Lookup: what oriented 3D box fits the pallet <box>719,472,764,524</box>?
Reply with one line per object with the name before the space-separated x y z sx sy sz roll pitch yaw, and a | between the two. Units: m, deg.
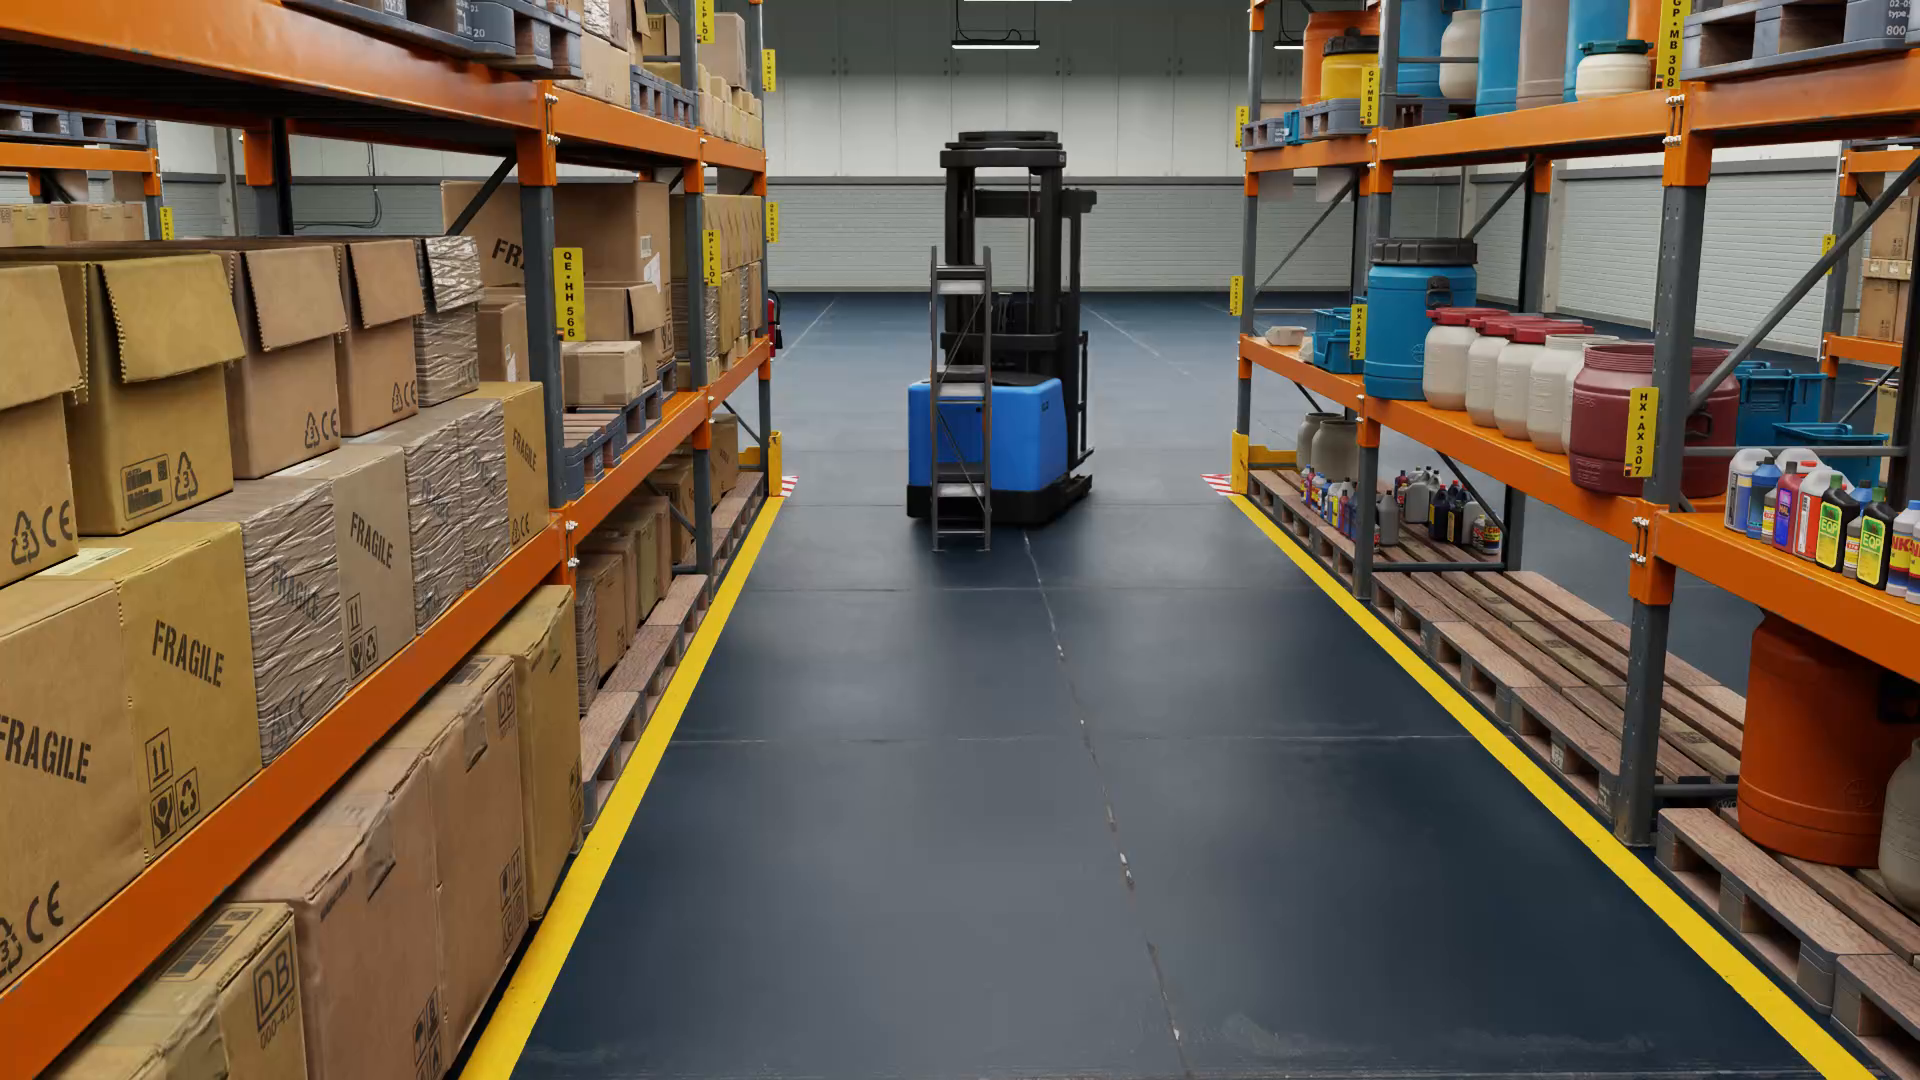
pallet | -2.113 -0.341 13.209 1.003 0.211 1.213 0 11 -1

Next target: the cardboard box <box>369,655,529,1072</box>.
cardboard box | -1.927 0.856 4.584 1.225 0.875 0.875 0 11 -1

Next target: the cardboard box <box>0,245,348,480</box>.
cardboard box | -1.901 -0.426 3.842 0.797 0.503 0.637 0 11 1

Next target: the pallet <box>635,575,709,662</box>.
pallet | -1.996 0.432 9.398 1.003 0.211 1.213 0 11 -1

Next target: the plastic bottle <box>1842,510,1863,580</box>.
plastic bottle | 2.694 0.012 4.956 0.097 0.201 0.097 0 11 0

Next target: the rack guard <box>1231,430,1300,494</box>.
rack guard | 2.904 -0.665 14.078 1.175 0.500 0.348 0 11 -1

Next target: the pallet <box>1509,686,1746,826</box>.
pallet | 3.044 0.898 7.102 1.003 0.211 1.213 0 11 -1

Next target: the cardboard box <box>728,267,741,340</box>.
cardboard box | -2.017 -1.672 11.756 0.875 0.500 0.500 0 11 -1

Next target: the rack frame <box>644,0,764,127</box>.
rack frame | -2.096 -4.824 13.207 1.000 3.000 0.127 0 11 -1

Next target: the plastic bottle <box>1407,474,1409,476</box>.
plastic bottle | 3.332 -0.386 12.347 0.097 0.201 0.097 0 11 0

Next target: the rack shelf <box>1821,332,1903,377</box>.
rack shelf | 7.849 -1.174 12.112 1.077 0.370 4.000 0 11 -1

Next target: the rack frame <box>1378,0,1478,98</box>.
rack frame | 2.938 -4.050 9.388 1.000 3.000 0.127 0 11 -1

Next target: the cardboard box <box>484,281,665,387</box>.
cardboard box | -1.886 -1.001 8.135 0.797 0.503 0.637 1 12 5

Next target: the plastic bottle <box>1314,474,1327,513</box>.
plastic bottle | 2.590 -0.333 11.914 0.097 0.271 0.097 0 11 0

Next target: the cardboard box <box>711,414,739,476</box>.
cardboard box | -2.100 -0.741 13.398 0.500 0.500 0.500 2 12 9

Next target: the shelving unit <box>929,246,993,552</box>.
shelving unit | 0.003 -0.996 11.688 0.431 2.100 0.503 0 11 -1

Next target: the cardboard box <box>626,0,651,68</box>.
cardboard box | -2.103 -2.722 9.071 0.797 0.503 0.637 -1 11 -4

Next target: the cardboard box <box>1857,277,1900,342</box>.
cardboard box | 7.805 -1.880 13.532 0.700 0.500 0.500 0 11 -1

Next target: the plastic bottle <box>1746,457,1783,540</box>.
plastic bottle | 2.682 -0.141 5.533 0.097 0.271 0.097 0 11 0

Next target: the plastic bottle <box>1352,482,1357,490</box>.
plastic bottle | 2.733 -0.256 11.502 0.061 0.283 0.133 0 11 -1

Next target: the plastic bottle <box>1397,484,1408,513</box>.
plastic bottle | 3.188 -0.304 11.943 0.097 0.201 0.097 0 11 0

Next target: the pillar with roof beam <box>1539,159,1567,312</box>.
pillar with roof beam | 8.840 -9.503 36.268 9.100 9.000 0.548 0 11 -1

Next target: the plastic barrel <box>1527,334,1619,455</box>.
plastic barrel | 2.777 -0.657 7.470 0.421 0.512 0.421 0 11 0

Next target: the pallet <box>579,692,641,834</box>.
pallet | -1.946 0.917 7.007 1.003 0.211 1.213 0 11 -1

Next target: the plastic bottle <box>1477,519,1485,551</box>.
plastic bottle | 3.368 -0.039 10.639 0.097 0.201 0.097 0 11 0

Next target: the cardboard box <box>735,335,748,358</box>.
cardboard box | -1.748 -1.408 12.085 0.380 0.149 0.250 0 11 -1

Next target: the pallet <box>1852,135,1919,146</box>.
pallet | 7.796 -3.210 13.017 1.003 0.211 1.213 0 11 -1

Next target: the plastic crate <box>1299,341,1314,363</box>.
plastic crate | 2.651 -1.302 11.596 0.530 0.136 0.437 0 11 -1

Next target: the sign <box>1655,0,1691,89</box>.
sign | 2.471 -1.730 5.759 0.100 0.325 0.005 0 11 -1

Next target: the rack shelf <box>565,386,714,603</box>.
rack shelf | -1.973 -0.339 7.996 1.077 0.370 4.000 0 11 -1

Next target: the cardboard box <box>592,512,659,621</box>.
cardboard box | -2.032 0.137 9.019 0.700 0.500 0.500 0 11 -2

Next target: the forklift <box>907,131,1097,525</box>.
forklift | 0.484 -1.801 13.566 1.130 2.935 3.031 3 12 15

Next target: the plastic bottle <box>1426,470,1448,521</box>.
plastic bottle | 3.324 -0.311 11.604 0.144 0.351 0.185 0 11 -2

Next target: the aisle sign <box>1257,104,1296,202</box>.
aisle sign | 2.561 -3.192 13.709 0.394 0.787 0.004 0 11 -1

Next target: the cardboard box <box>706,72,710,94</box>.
cardboard box | -1.770 -2.854 10.412 0.380 0.149 0.250 0 11 -1

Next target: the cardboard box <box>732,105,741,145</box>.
cardboard box | -1.802 -2.885 11.568 0.500 0.250 0.500 0 11 -2

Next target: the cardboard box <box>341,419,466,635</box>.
cardboard box | -1.655 -0.044 4.479 0.500 0.500 0.500 -1 11 -3

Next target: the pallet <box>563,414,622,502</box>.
pallet | -2.052 -0.341 6.680 1.213 0.211 1.003 0 11 -1

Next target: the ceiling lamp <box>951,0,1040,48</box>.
ceiling lamp | 0.802 -12.755 37.618 2.000 3.185 0.800 0 11 -1

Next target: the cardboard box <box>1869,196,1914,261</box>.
cardboard box | 7.806 -2.506 13.351 0.700 0.500 0.500 0 11 -1

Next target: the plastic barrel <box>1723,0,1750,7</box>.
plastic barrel | 3.221 -2.194 6.526 0.600 0.901 0.600 0 11 0

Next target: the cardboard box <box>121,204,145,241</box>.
cardboard box | -7.089 -2.413 13.315 0.875 0.550 0.550 0 11 -1

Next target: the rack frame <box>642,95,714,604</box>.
rack frame | -2.014 -1.089 9.884 1.000 3.000 0.127 0 11 -1

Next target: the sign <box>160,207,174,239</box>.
sign | -6.515 -2.567 13.660 0.100 0.325 0.005 0 11 -1

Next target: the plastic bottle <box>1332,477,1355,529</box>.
plastic bottle | 2.626 -0.256 11.333 0.144 0.351 0.185 0 11 -2

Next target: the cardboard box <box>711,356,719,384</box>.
cardboard box | -1.710 -1.060 10.371 0.380 0.149 0.250 0 11 -1

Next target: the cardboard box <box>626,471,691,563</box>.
cardboard box | -1.982 -0.150 10.483 0.500 0.500 0.500 -1 11 -3

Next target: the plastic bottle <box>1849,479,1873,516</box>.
plastic bottle | 2.752 -0.049 5.081 0.097 0.271 0.097 0 11 0

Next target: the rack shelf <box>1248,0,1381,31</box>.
rack shelf | 2.897 -3.899 11.458 1.077 0.370 4.000 0 11 -1

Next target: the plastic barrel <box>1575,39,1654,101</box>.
plastic barrel | 2.761 -1.969 7.022 0.301 0.262 0.301 0 11 0

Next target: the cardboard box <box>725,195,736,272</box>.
cardboard box | -1.791 -2.063 11.171 0.500 0.500 0.500 0 11 -1

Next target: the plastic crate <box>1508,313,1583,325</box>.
plastic crate | 3.254 -1.046 9.509 0.402 0.464 0.583 0 11 -1

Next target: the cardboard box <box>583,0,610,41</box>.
cardboard box | -1.691 -2.253 6.569 0.500 0.500 0.500 0 11 -1

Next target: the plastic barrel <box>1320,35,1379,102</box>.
plastic barrel | 3.006 -3.447 12.430 0.600 0.588 0.600 0 11 0

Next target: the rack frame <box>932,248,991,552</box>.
rack frame | 0.008 -0.948 11.449 0.400 2.100 0.015 0 11 -1
